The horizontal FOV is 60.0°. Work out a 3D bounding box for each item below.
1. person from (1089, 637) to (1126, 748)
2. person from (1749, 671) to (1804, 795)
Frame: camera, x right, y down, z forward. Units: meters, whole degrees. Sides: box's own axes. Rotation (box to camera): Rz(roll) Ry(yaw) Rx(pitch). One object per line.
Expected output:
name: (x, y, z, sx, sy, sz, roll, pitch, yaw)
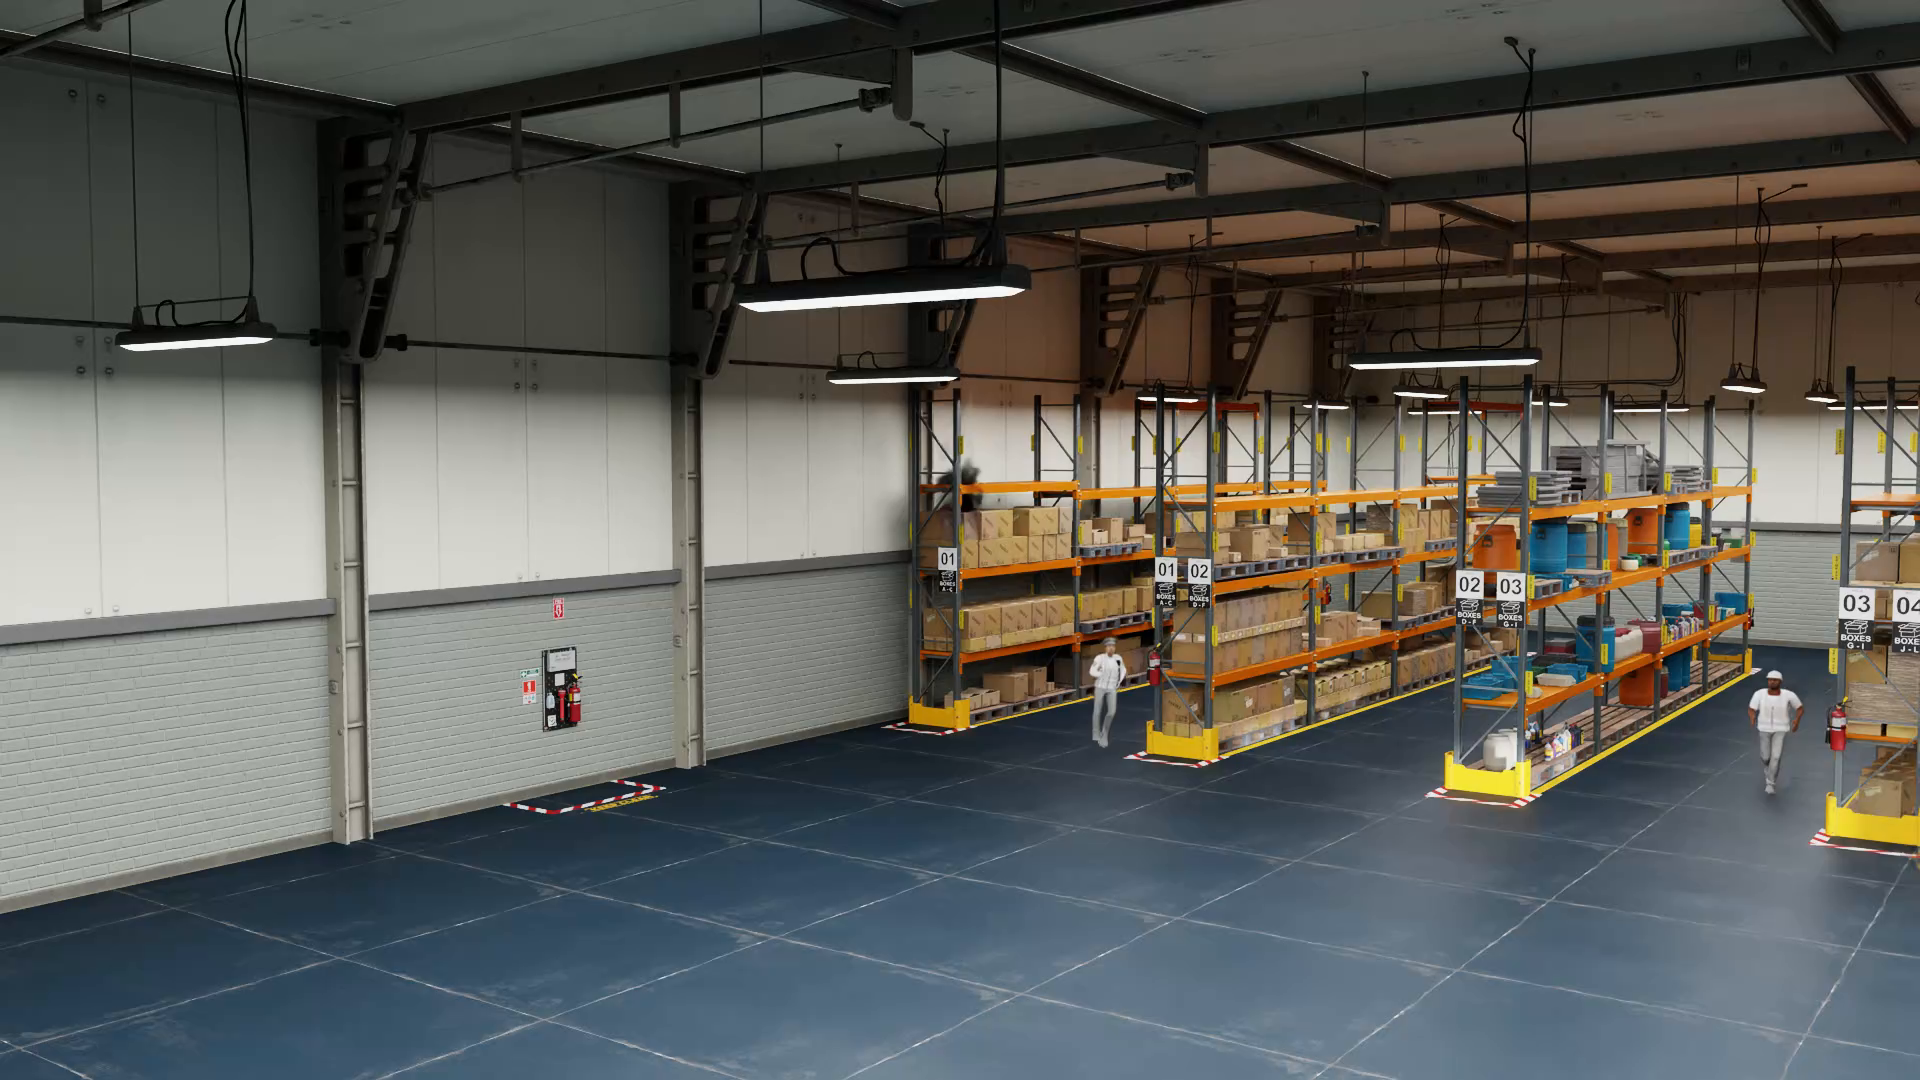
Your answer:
person: (2.350, 2.403, 26.292, 0.617, 1.752, 0.653, 0, 3, -4)
person: (11.839, 2.770, 24.166, 0.712, 1.745, 0.870, 2, 4, 34)
